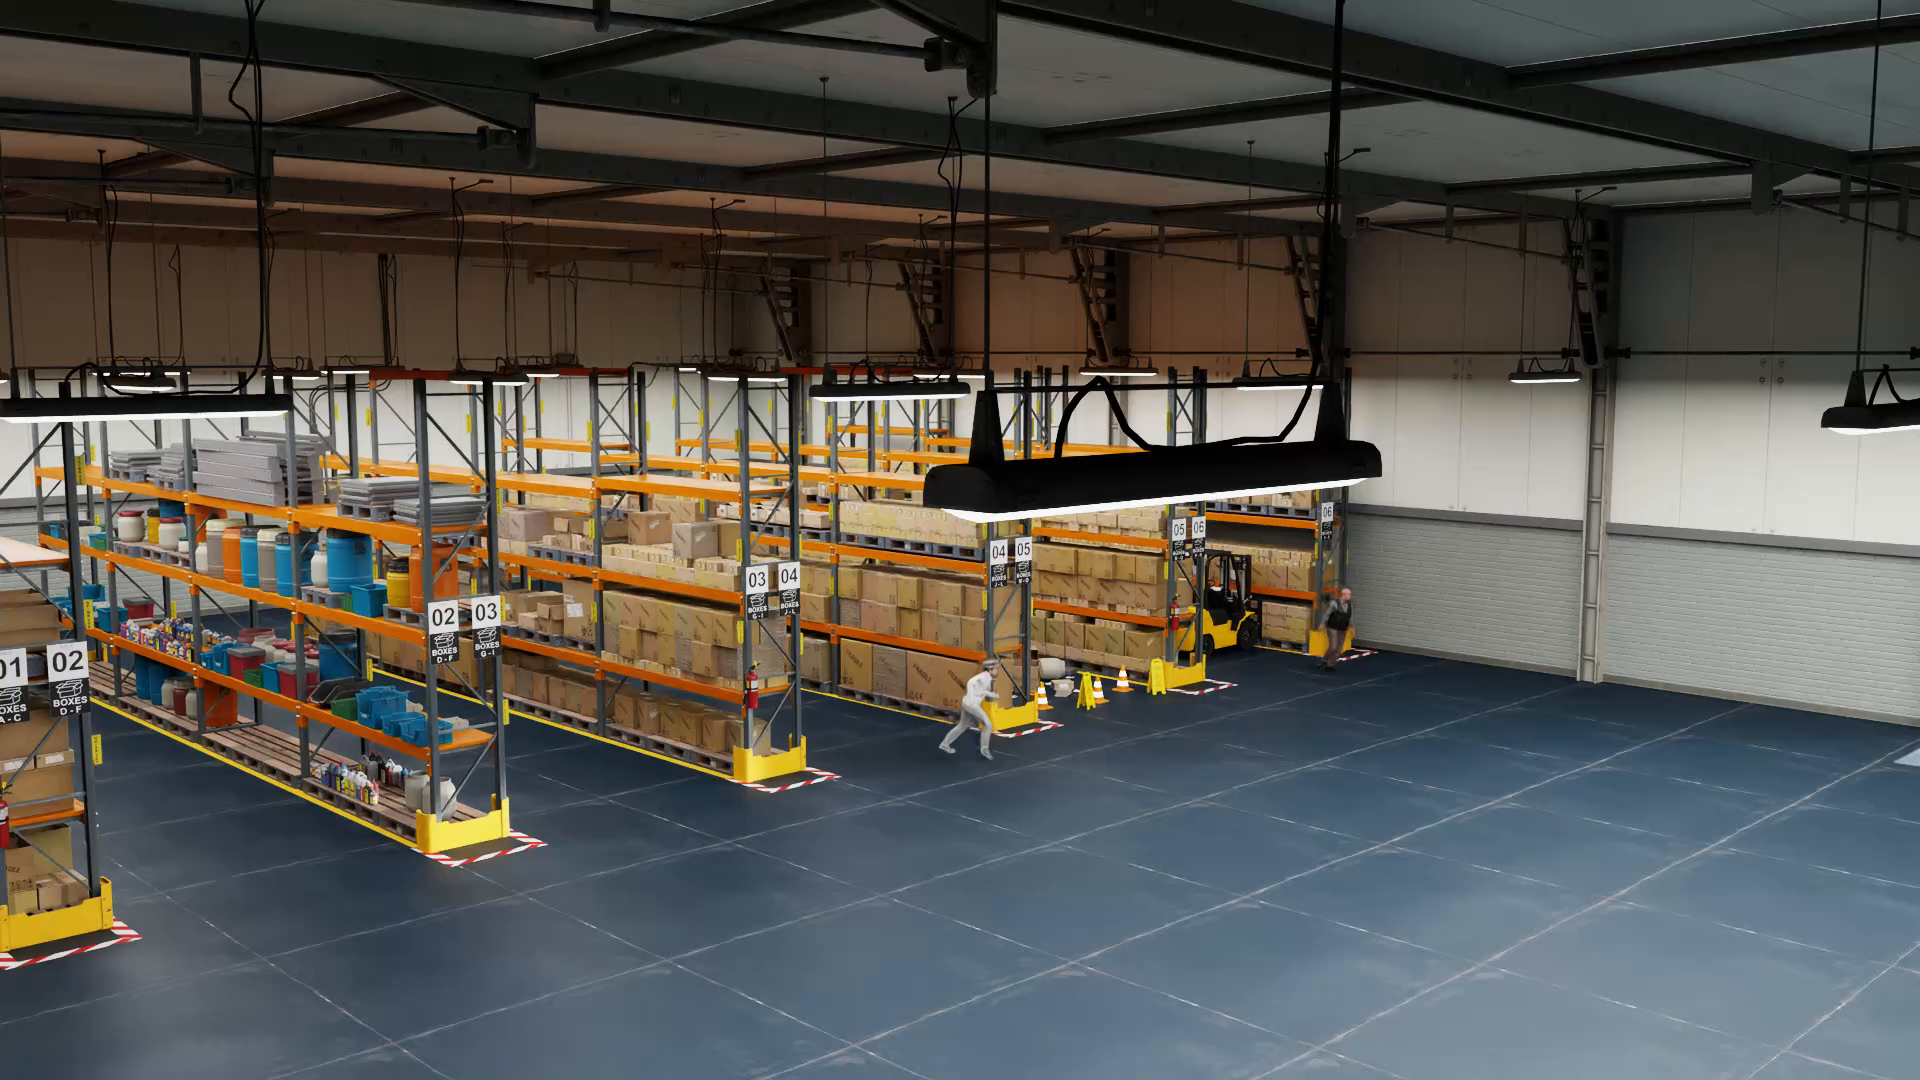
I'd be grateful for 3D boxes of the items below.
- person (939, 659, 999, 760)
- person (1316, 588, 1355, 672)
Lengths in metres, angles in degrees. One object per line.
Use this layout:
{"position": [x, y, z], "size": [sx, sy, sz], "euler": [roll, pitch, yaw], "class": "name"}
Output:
{"position": [0.143, 2.661, 25.869], "size": [0.943, 1.623, 0.644], "euler": [0, 6, 3], "class": "person"}
{"position": [7.466, 1.781, 33.003], "size": [0.692, 1.682, 0.552], "euler": [-3, 7, -28], "class": "person"}
